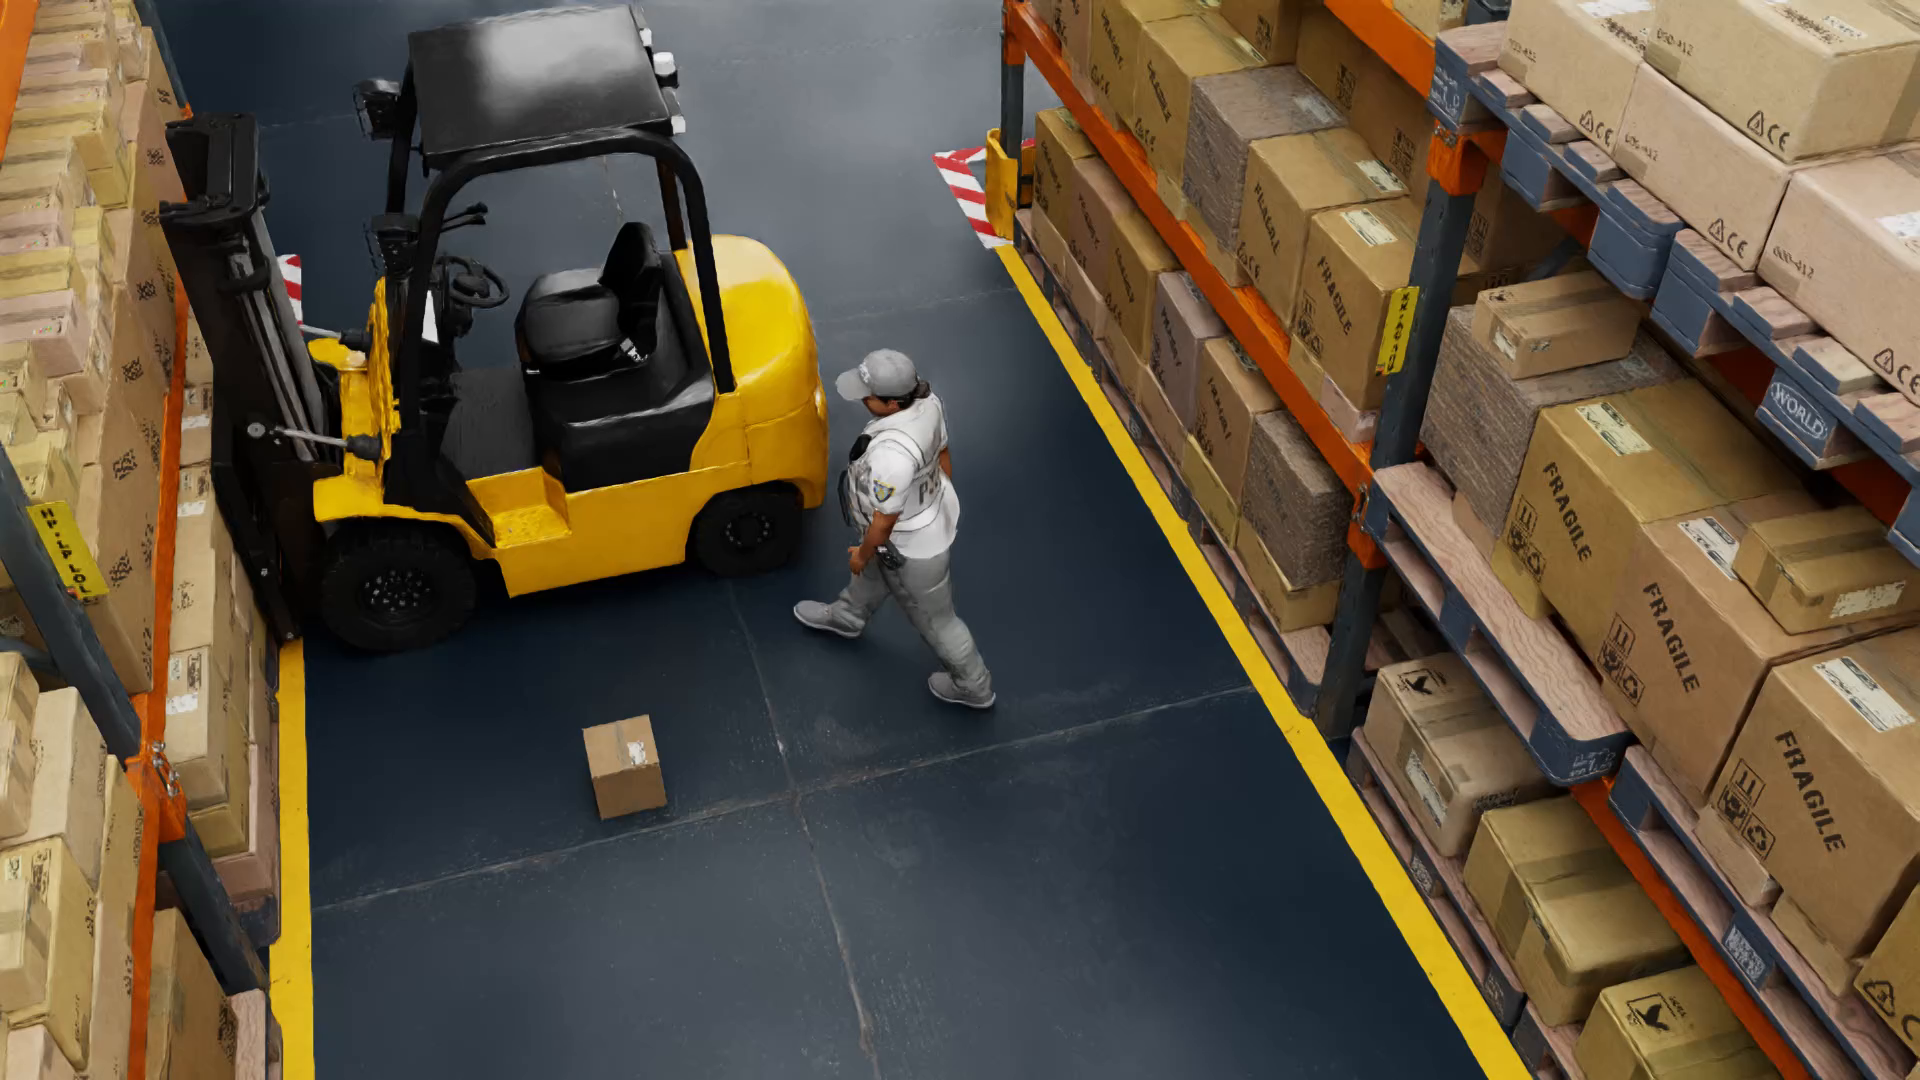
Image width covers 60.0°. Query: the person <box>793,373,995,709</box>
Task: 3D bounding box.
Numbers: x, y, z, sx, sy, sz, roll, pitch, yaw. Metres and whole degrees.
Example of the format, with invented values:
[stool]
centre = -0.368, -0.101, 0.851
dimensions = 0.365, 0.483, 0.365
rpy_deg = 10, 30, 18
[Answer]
[person]
centre = -0.285, -0.054, 6.235
dimensions = 0.894, 1.620, 0.543
rpy_deg = 6, 43, 6
